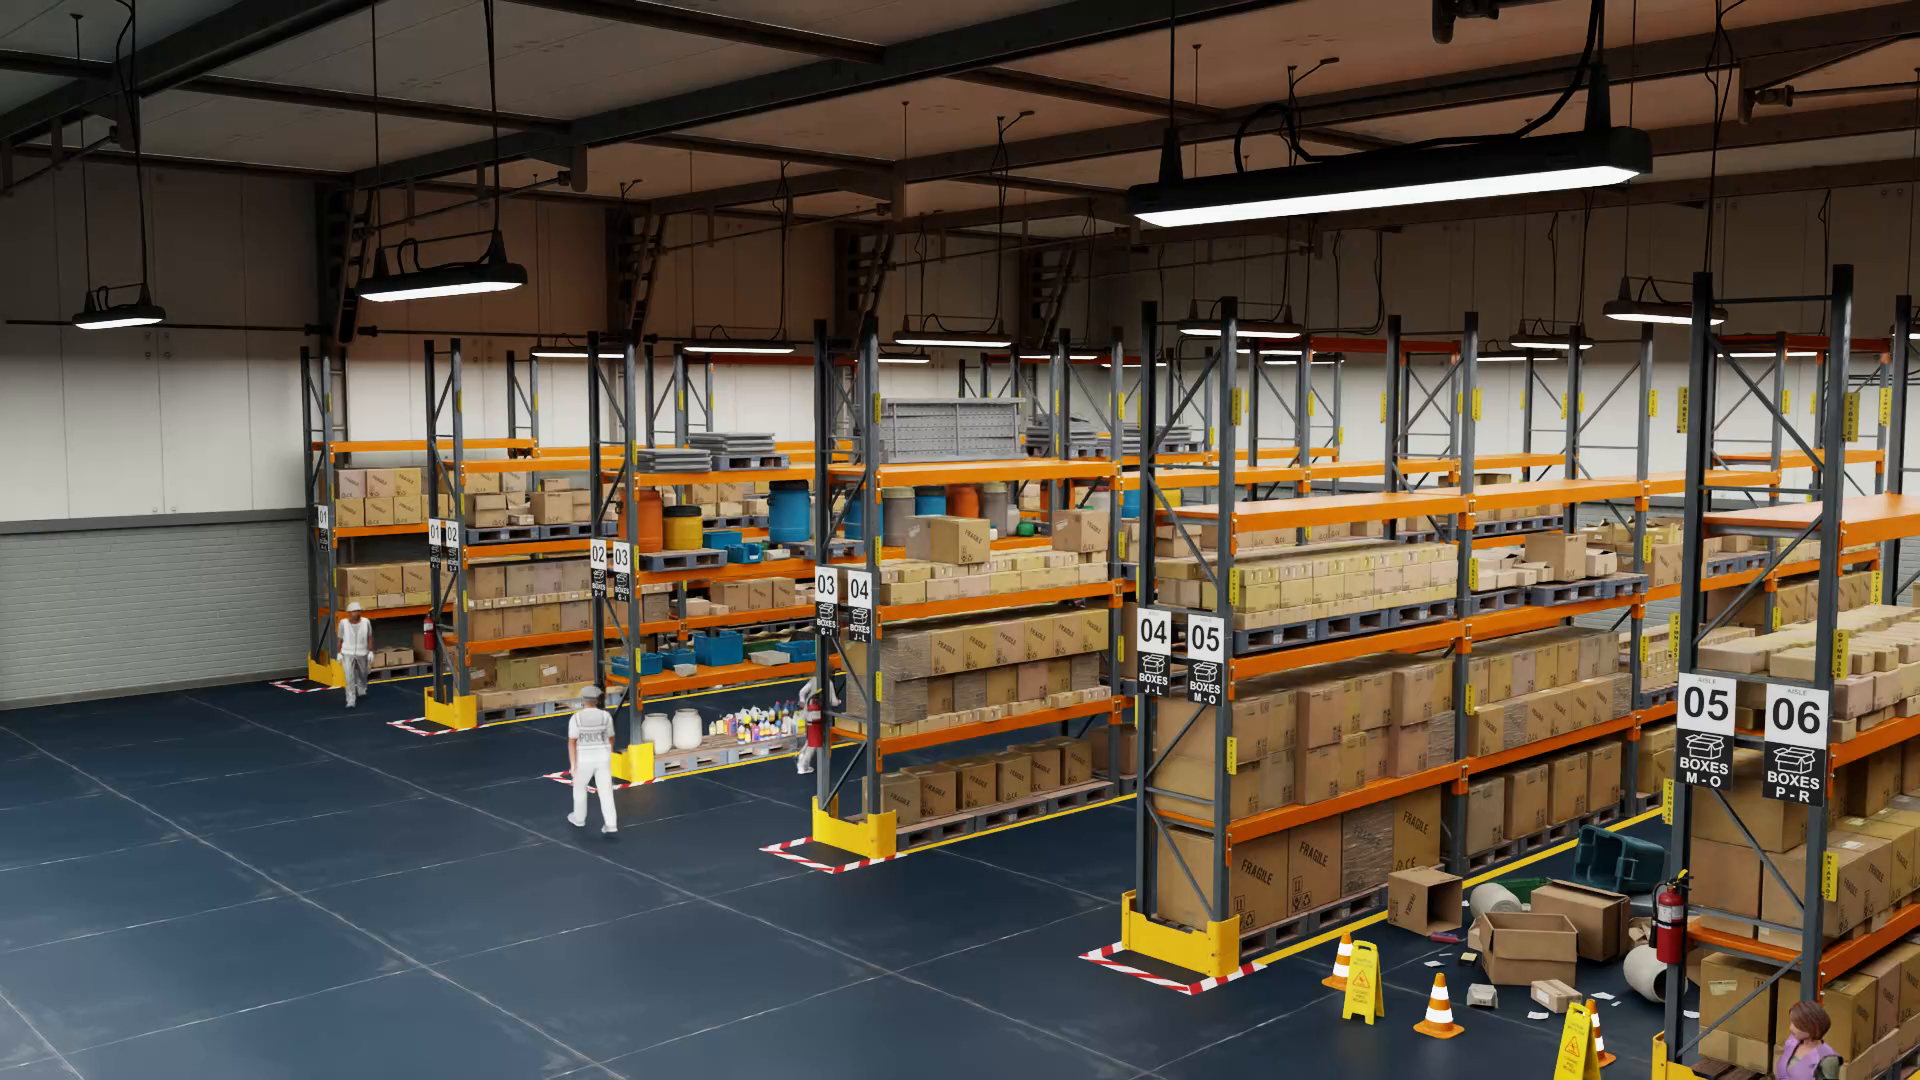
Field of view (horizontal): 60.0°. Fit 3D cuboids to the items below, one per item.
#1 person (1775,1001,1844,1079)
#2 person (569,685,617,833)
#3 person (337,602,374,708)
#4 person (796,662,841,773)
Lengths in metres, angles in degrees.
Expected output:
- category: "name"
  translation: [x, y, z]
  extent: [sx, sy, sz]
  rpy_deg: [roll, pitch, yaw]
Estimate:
- category: "person"
  translation: [5.026, 3.509, 9.876]
  extent: [0.723, 1.579, 0.426]
  rpy_deg: [-1, 5, -8]
- category: "person"
  translation: [-4.344, 2.576, 19.587]
  extent: [0.552, 1.716, 1.085]
  rpy_deg: [-3, 6, -28]
- category: "person"
  translation: [-10.044, 1.878, 27.608]
  extent: [0.576, 1.732, 1.117]
  rpy_deg: [-2, 5, -21]
- category: "person"
  translation: [-1.933, 2.418, 22.802]
  extent: [0.754, 1.500, 0.519]
  rpy_deg: [-4, 6, -39]
